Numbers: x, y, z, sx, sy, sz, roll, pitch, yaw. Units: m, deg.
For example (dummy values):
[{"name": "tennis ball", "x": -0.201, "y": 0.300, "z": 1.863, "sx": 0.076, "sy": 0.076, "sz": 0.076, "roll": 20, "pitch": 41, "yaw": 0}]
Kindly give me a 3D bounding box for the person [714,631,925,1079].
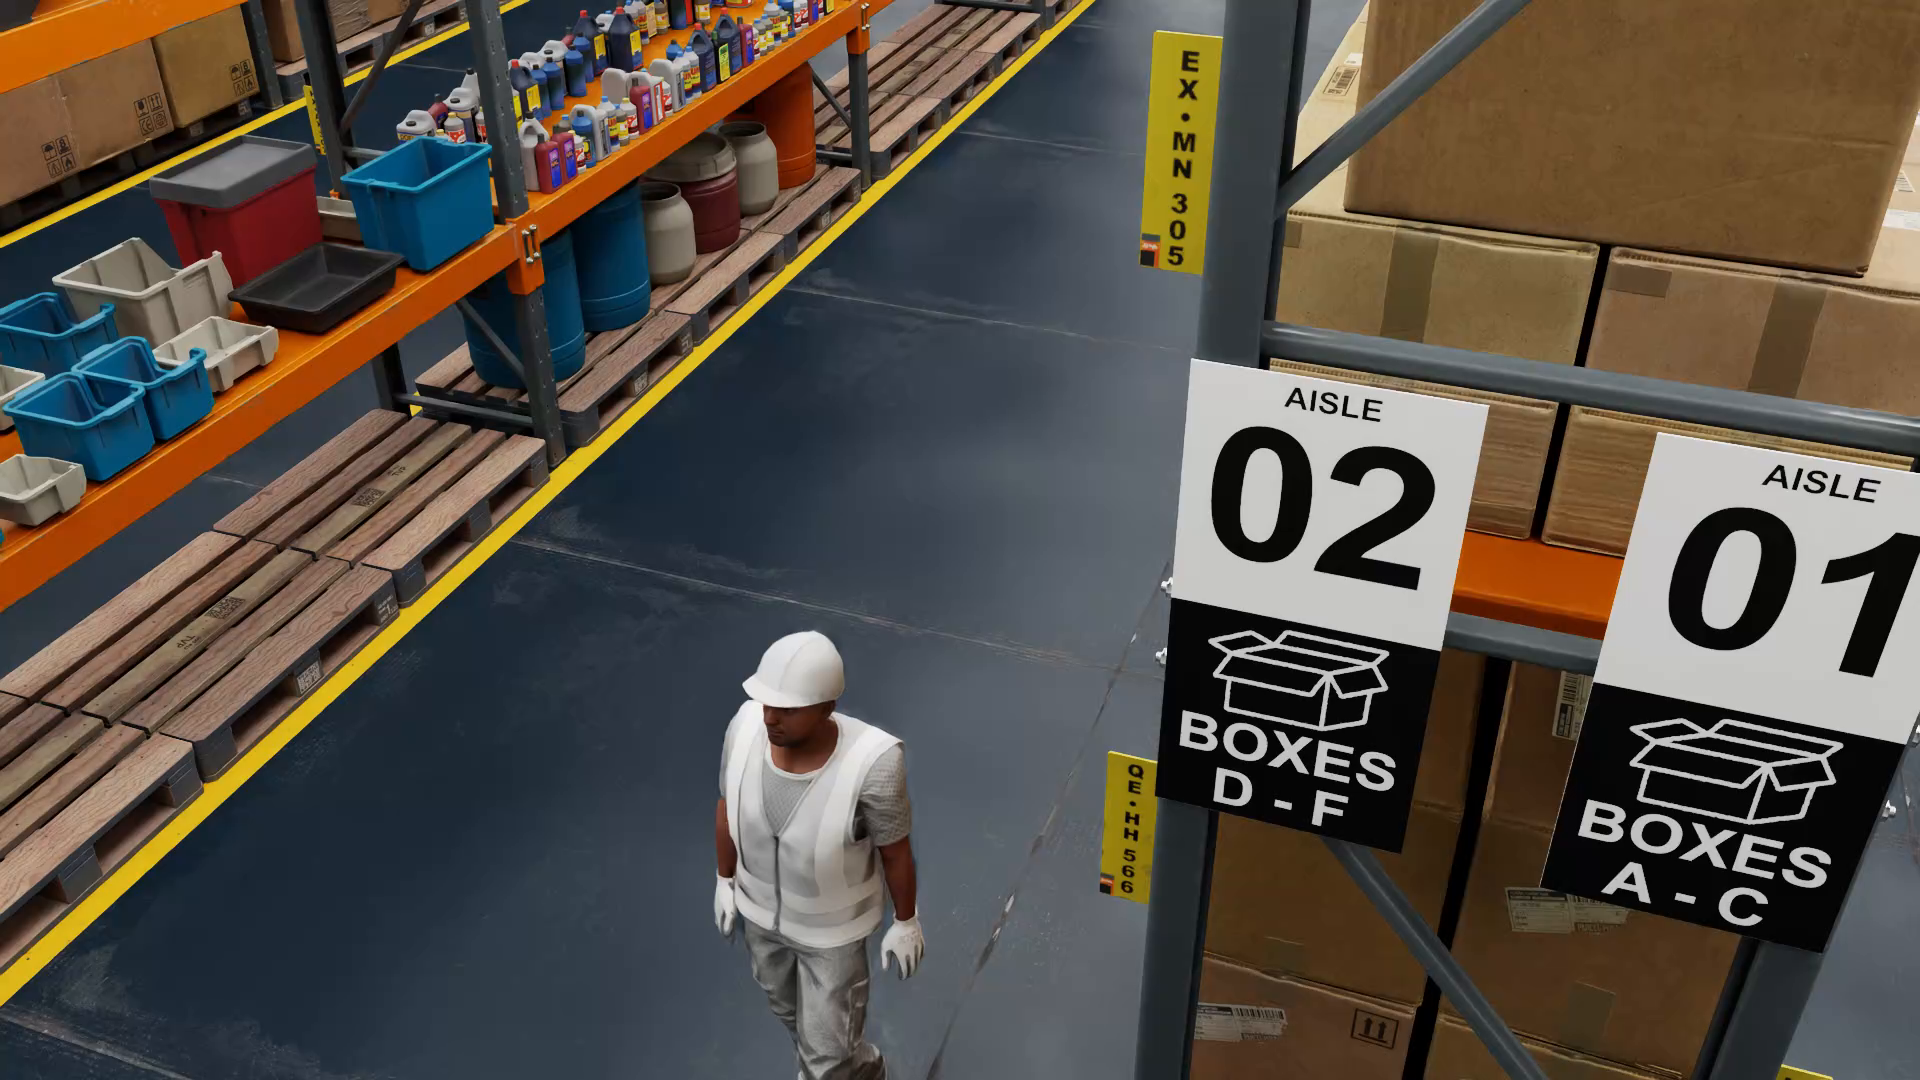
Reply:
[{"name": "person", "x": -0.422, "y": 1.032, "z": 4.492, "sx": 0.602, "sy": 1.802, "sz": 0.451, "roll": 17, "pitch": 36, "yaw": 24}]
